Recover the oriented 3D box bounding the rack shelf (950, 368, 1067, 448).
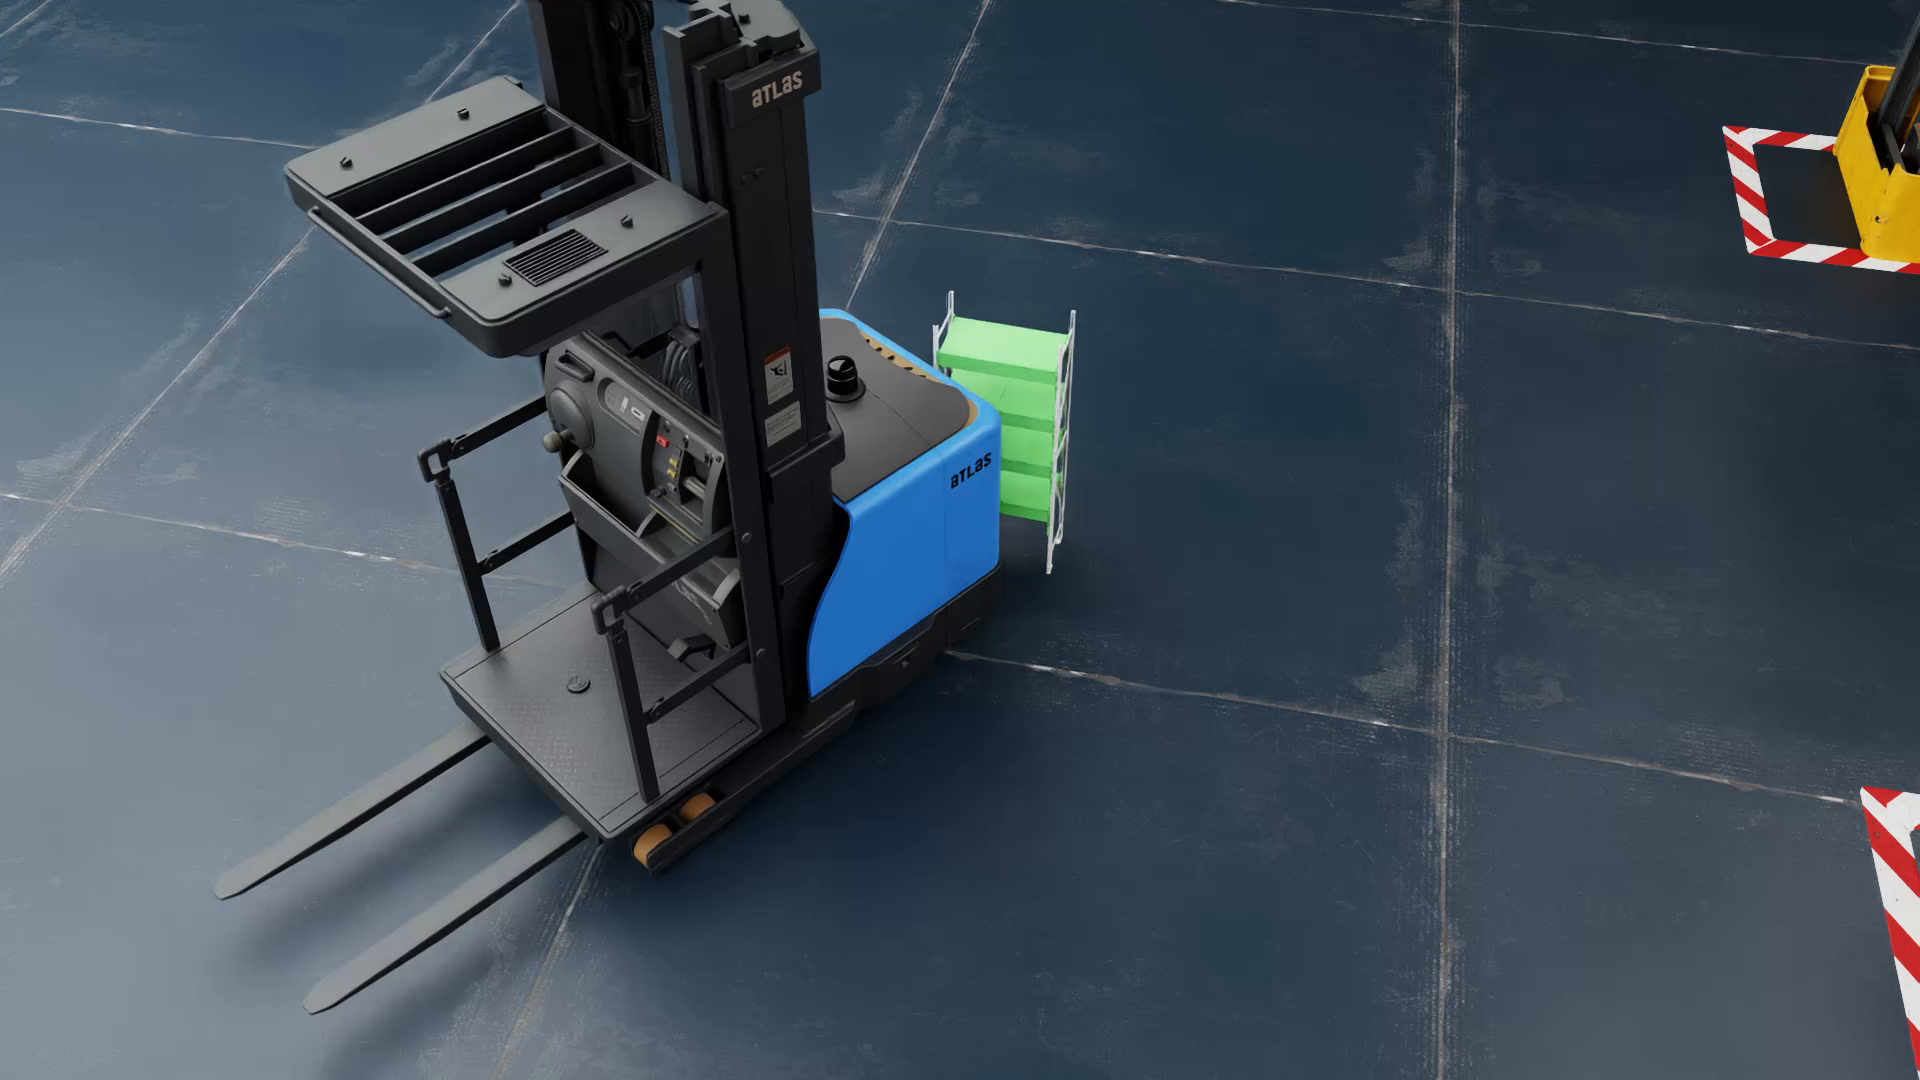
[{"bbox_3d":[0.171,-0.541,6.653,0.480,0.148,0.258,11,45,11],"label":"rack shelf"}]

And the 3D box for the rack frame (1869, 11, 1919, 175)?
[{"bbox_3d":[5.080,-2.935,8.096,0.127,3.000,1.000,9,45,9],"label":"rack frame"}]

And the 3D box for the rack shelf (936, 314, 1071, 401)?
[{"bbox_3d":[0.171,-0.714,6.487,0.480,0.148,0.258,11,45,11],"label":"rack shelf"}]

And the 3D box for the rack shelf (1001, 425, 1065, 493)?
[{"bbox_3d":[0.171,-0.368,6.820,0.480,0.148,0.258,11,45,11],"label":"rack shelf"}]

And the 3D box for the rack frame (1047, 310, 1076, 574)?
[{"bbox_3d":[0.407,-0.370,6.729,0.015,1.200,0.240,11,45,11],"label":"rack frame"}]

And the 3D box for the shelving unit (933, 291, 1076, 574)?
[{"bbox_3d":[0.171,-0.414,6.775,0.503,1.200,0.258,11,45,11],"label":"shelving unit"}]

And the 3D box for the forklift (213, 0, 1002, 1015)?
[{"bbox_3d":[-1.232,-0.279,5.387,3.031,2.935,1.130,-34,54,-30],"label":"forklift"}]

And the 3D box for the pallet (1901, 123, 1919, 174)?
[{"bbox_3d":[5.835,-1.843,8.972,1.213,0.211,1.003,9,45,9],"label":"pallet"}]

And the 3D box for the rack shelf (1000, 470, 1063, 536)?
[{"bbox_3d":[0.171,-0.195,6.986,0.480,0.148,0.258,11,45,11],"label":"rack shelf"}]

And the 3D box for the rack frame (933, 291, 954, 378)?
[{"bbox_3d":[-0.064,-0.459,6.822,0.015,1.200,0.240,11,45,11],"label":"rack frame"}]

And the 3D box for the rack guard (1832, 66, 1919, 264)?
[{"bbox_3d":[5.057,-2.038,8.967,0.348,0.500,1.175,9,45,9],"label":"rack guard"}]
